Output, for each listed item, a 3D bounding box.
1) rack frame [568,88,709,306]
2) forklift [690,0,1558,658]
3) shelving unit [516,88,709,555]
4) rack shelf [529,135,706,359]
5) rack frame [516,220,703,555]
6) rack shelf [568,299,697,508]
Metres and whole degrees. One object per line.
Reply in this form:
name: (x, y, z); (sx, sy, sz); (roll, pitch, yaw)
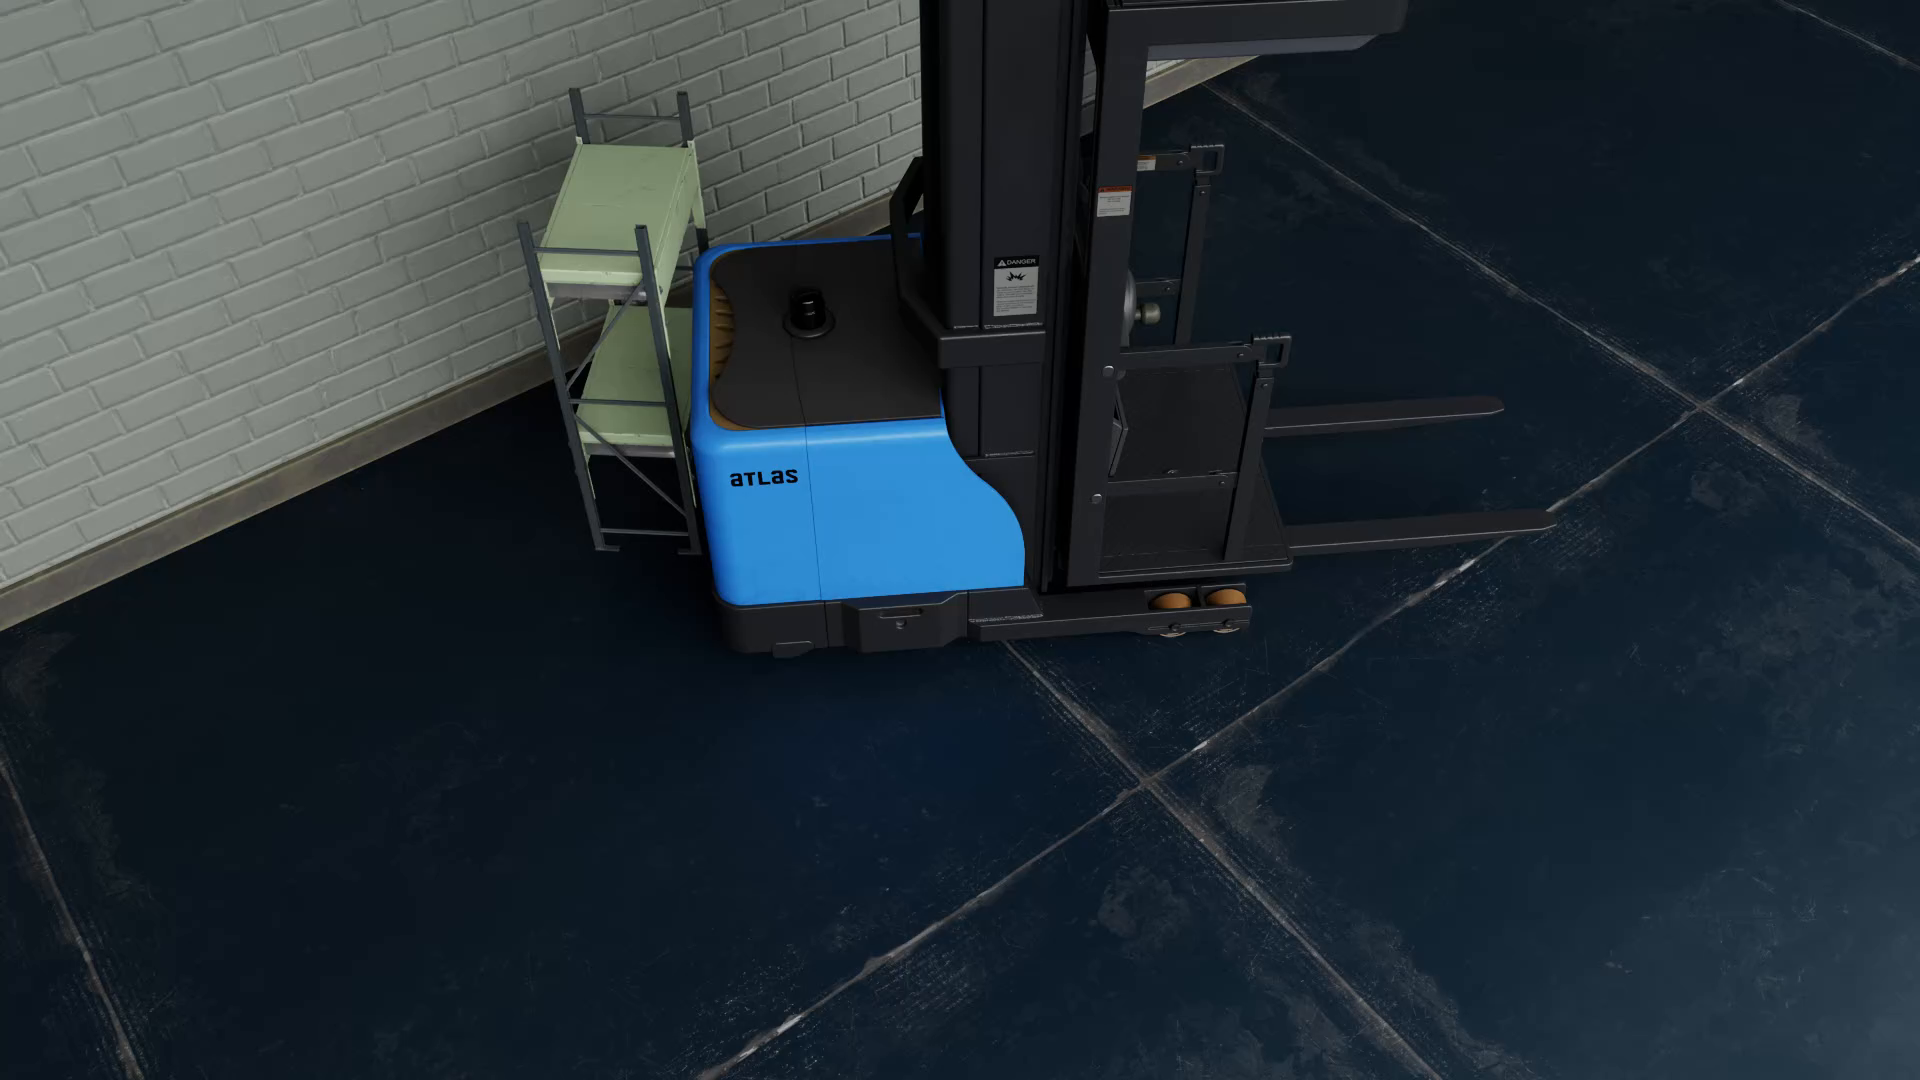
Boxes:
rack frame: (-1.117, -1.005, 6.149); (0.400, 1.500, 0.023); (3, 48, 2)
forklift: (0.620, -1.028, 5.204); (3.031, 2.935, 1.130); (-4, 48, -4)
shelving unit: (-1.140, -0.735, 5.904); (0.431, 1.500, 0.755); (3, 48, 2)
rack shelf: (-1.140, -0.997, 5.615); (0.431, 0.370, 0.720); (3, 48, 2)
rack frame: (-1.162, -0.464, 5.658); (0.400, 1.500, 0.023); (3, 48, 2)
rack shelf: (-1.140, -0.516, 6.145); (0.431, 0.370, 0.720); (3, 48, 2)
